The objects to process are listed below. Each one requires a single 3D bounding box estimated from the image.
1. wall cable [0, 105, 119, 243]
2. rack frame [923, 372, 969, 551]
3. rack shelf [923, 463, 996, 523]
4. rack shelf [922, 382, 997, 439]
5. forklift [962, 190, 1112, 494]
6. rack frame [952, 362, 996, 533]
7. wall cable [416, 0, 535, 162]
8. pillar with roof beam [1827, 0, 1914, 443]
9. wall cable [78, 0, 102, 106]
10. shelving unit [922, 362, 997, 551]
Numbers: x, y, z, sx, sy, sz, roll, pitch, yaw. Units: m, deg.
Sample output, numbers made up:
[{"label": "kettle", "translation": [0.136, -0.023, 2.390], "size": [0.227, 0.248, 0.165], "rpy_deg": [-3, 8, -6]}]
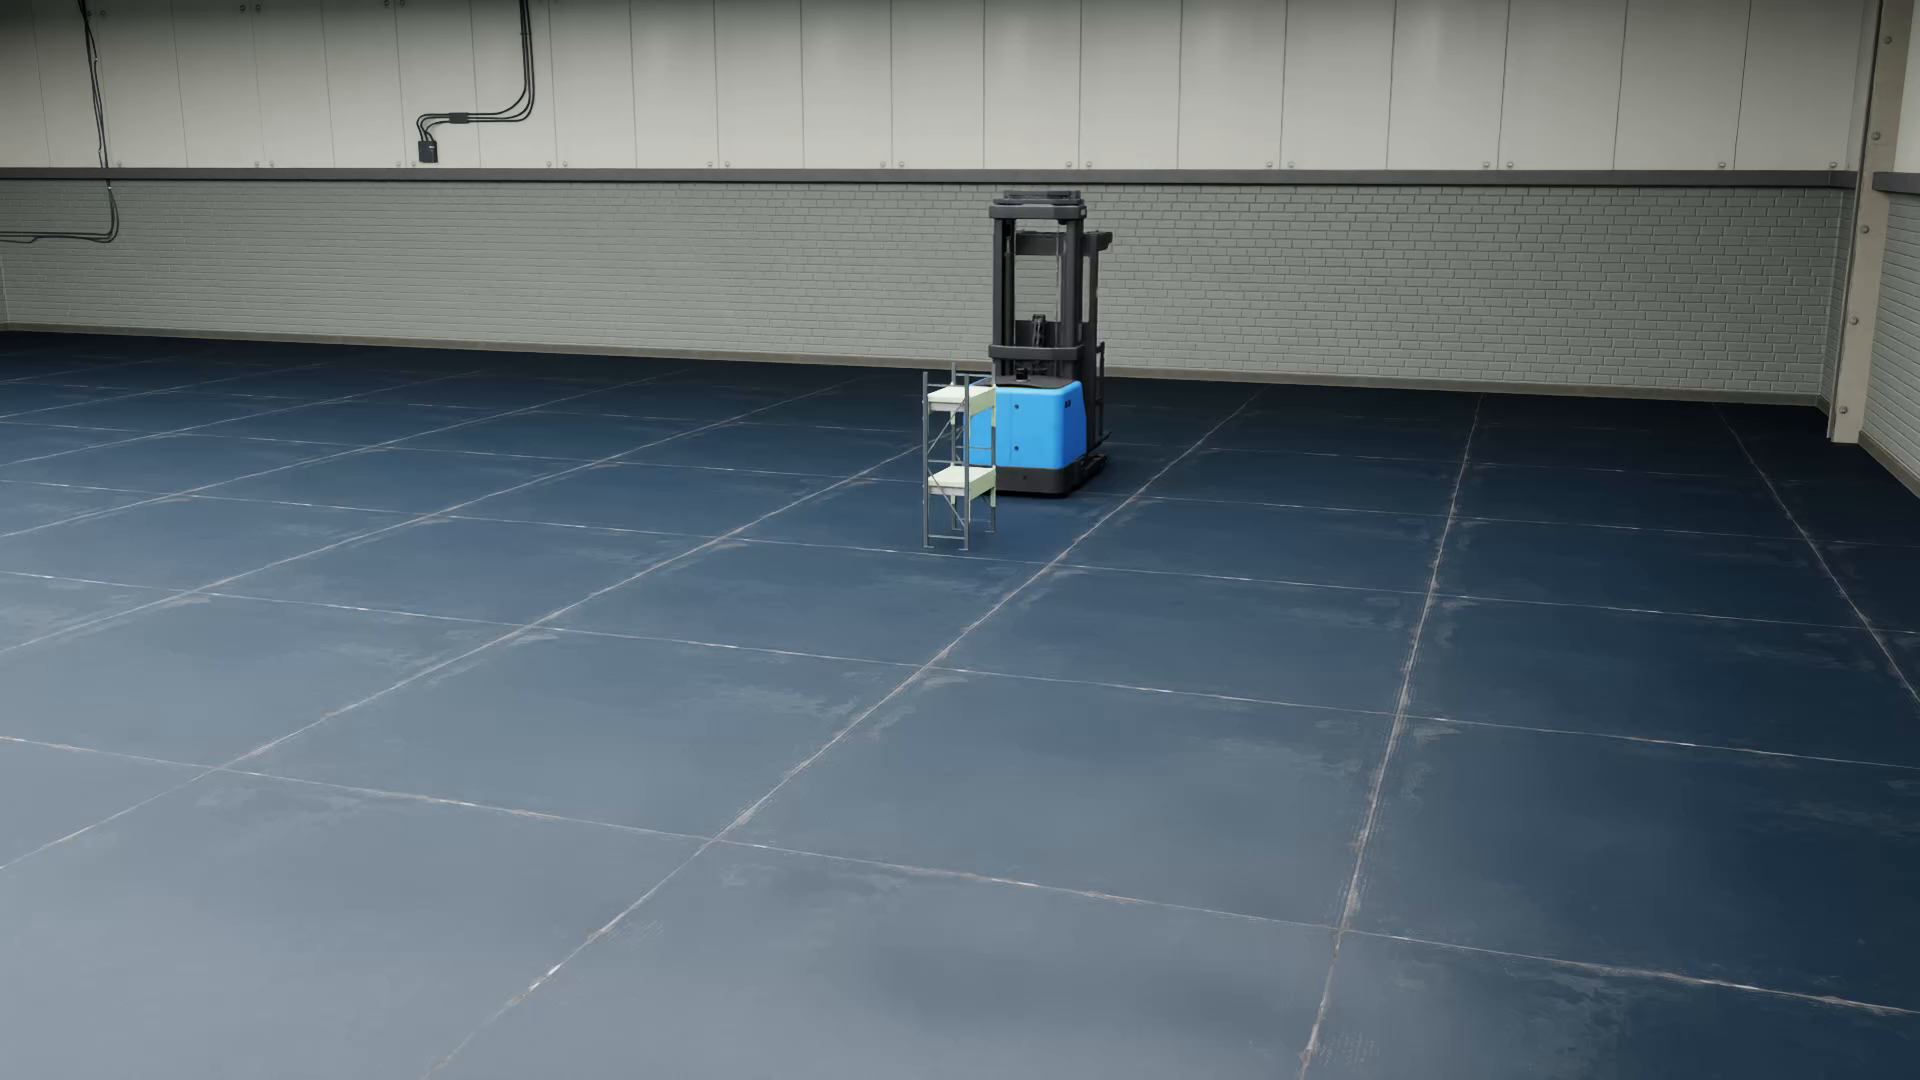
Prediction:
[{"label": "wall cable", "translation": [-17.150, -6.848, 31.248], "size": [3.097, 2.526, 0.112], "rpy_deg": [4, 14, 18]}, {"label": "rack frame", "translation": [-0.116, -0.656, 13.990], "size": [0.400, 1.500, 0.023], "rpy_deg": [4, 14, 18]}, {"label": "rack shelf", "translation": [0.002, -0.415, 14.400], "size": [0.431, 0.370, 0.720], "rpy_deg": [4, 14, 18]}, {"label": "rack shelf", "translation": [0.002, -1.113, 14.240], "size": [0.431, 0.370, 0.720], "rpy_deg": [4, 14, 18]}, {"label": "forklift", "translation": [0.947, -2.161, 17.368], "size": [1.130, 2.935, 3.031], "rpy_deg": [4, 13, 17]}, {"label": "rack frame", "translation": [0.121, -0.810, 14.665], "size": [0.400, 1.500, 0.023], "rpy_deg": [4, 14, 18]}, {"label": "wall cable", "translation": [-8.172, -9.333, 27.515], "size": [2.305, 6.003, 0.169], "rpy_deg": [4, 14, 18]}, {"label": "pillar with roof beam", "translation": [6.378, -5.879, 20.023], "size": [9.100, 9.000, 0.400], "rpy_deg": [4, 14, 18]}, {"label": "wall cable", "translation": [-14.590, -9.116, 29.832], "size": [3.097, 2.526, 0.112], "rpy_deg": [4, 14, 18]}, {"label": "shelving unit", "translation": [0.002, -0.733, 14.327], "size": [0.431, 1.500, 0.755], "rpy_deg": [4, 14, 18]}]
